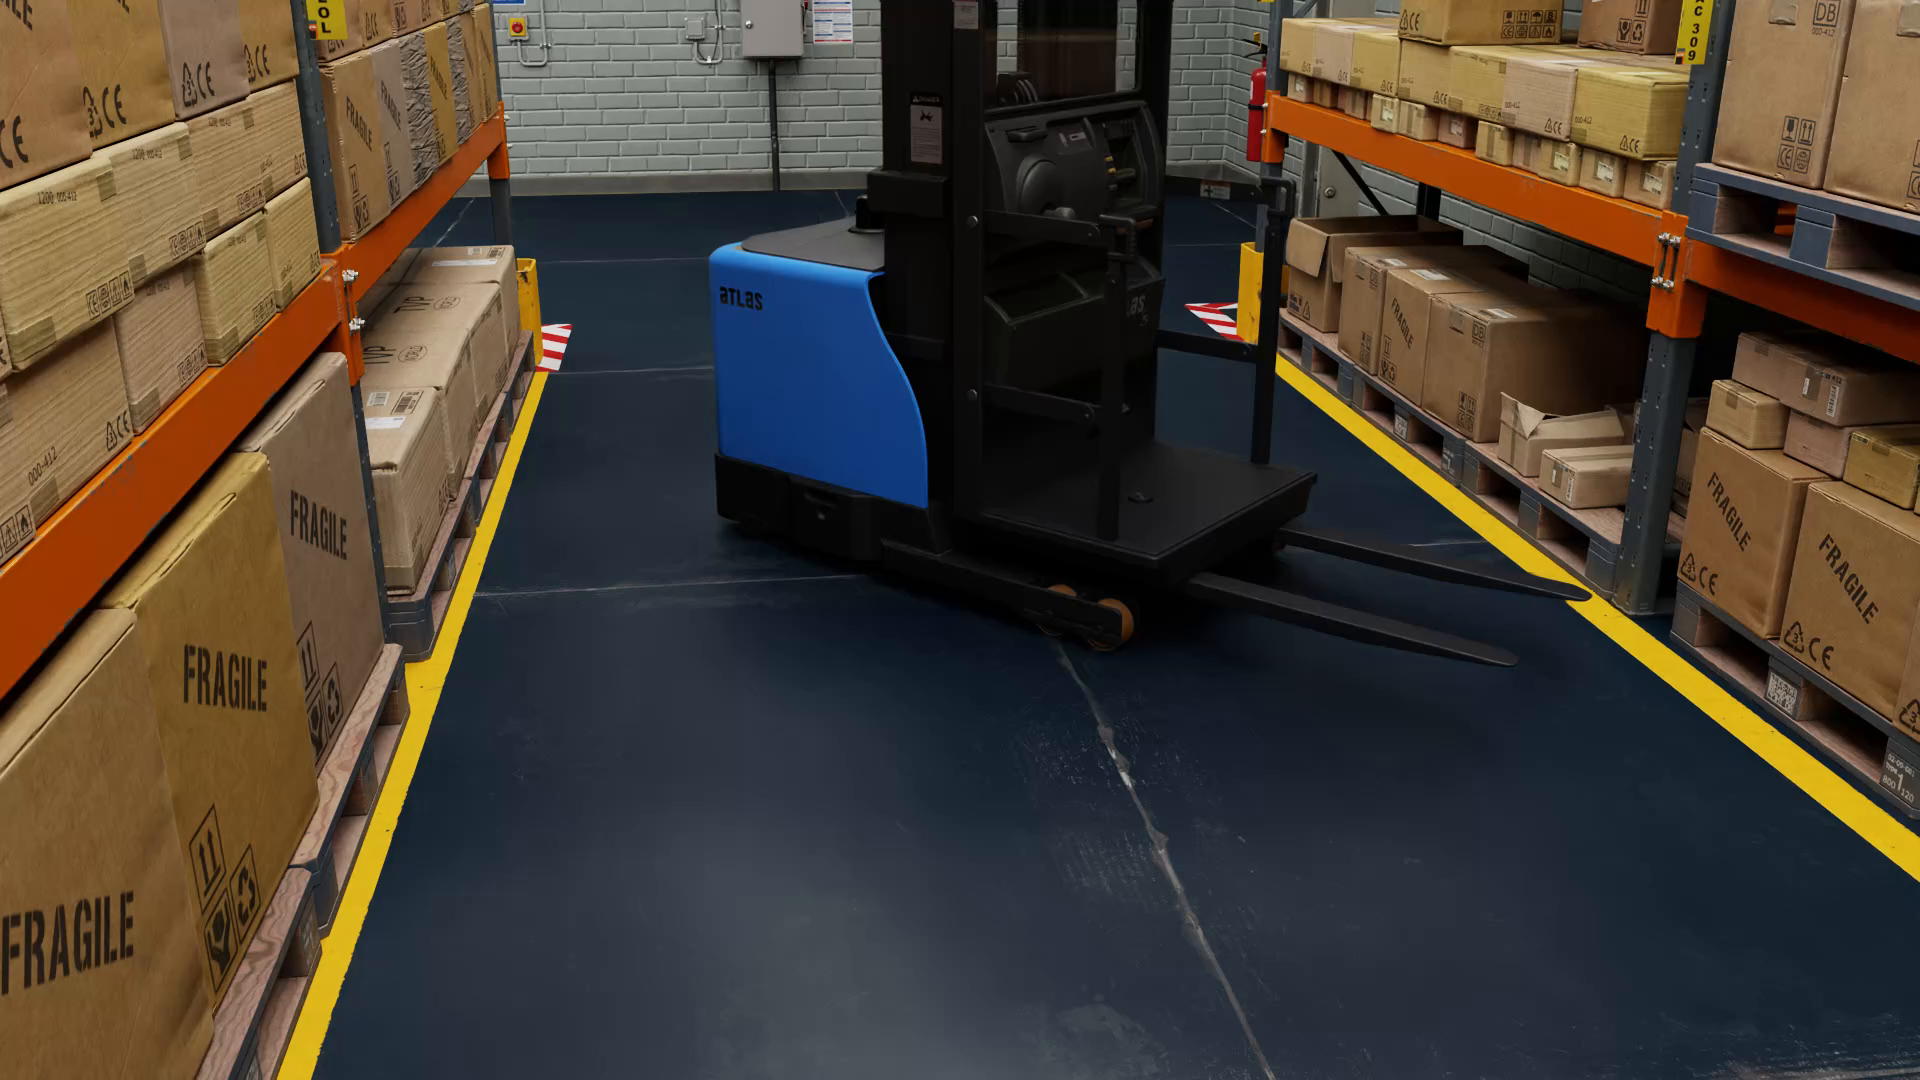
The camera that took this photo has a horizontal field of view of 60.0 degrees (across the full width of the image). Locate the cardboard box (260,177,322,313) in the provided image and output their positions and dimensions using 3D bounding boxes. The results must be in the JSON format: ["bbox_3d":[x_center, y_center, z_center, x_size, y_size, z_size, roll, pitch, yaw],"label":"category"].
[{"bbox_3d":[-1.891,-0.726,4.088,0.500,0.250,0.500,-3,21,-9],"label":"cardboard box"}]

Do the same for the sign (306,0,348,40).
[{"bbox_3d":[-1.670,-1.475,4.337,0.100,0.325,0.005,-3,21,-8],"label":"sign"}]

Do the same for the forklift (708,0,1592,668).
[{"bbox_3d":[0.554,-1.230,5.321,3.031,2.935,1.130,15,25,35],"label":"forklift"}]

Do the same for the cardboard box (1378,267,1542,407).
[{"bbox_3d":[2.186,-0.899,7.308,0.500,0.500,0.500,-3,21,-7],"label":"cardboard box"}]

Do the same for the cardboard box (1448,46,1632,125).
[{"bbox_3d":[2.246,-1.770,6.457,0.500,0.250,0.500,-3,21,-8],"label":"cardboard box"}]

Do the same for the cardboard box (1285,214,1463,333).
[{"bbox_3d":[2.124,-1.386,8.609,0.797,0.503,0.637,-4,21,-10],"label":"cardboard box"}]

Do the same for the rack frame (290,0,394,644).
[{"bbox_3d":[-2.205,-0.939,4.443,1.000,3.000,0.127,-3,21,-8],"label":"rack frame"}]

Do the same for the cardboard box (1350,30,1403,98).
[{"bbox_3d":[2.077,-2.124,7.406,0.500,0.250,0.500,-3,21,-9],"label":"cardboard box"}]

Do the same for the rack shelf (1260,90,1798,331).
[{"bbox_3d":[2.418,-1.546,7.097,1.077,0.370,4.000,-3,21,-8],"label":"rack shelf"}]

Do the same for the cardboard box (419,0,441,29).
[{"bbox_3d":[-2.234,-2.159,6.138,0.500,0.500,0.500,-3,21,-8],"label":"cardboard box"}]

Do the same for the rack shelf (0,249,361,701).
[{"bbox_3d":[-1.917,0.090,2.715,1.077,0.370,4.000,-3,21,-8],"label":"rack shelf"}]

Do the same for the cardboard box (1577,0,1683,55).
[{"bbox_3d":[2.755,-2.140,6.377,0.500,0.500,0.500,-3,21,-9],"label":"cardboard box"}]

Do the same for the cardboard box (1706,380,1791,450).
[{"bbox_3d":[2.494,-0.383,4.999,0.380,0.149,0.250,-2,21,-5],"label":"cardboard box"}]

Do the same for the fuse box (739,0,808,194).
[{"bbox_3d":[-1.518,-3.727,13.749,0.539,1.711,0.414,-3,21,-8],"label":"fuse box"}]

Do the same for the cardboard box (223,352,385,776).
[{"bbox_3d":[-2.037,0.070,4.178,0.875,0.875,0.875,-2,21,-6],"label":"cardboard box"}]

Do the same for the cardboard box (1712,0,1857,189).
[{"bbox_3d":[2.554,-1.256,4.548,0.700,0.500,0.500,-2,21,-6],"label":"cardboard box"}]

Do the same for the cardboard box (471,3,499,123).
[{"bbox_3d":[-2.450,-2.217,7.723,0.500,0.500,0.500,-3,21,-7],"label":"cardboard box"}]

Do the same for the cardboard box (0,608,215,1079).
[{"bbox_3d":[-1.770,0.692,2.513,0.875,0.875,0.875,-3,21,-7],"label":"cardboard box"}]

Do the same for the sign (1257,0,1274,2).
[{"bbox_3d":[1.593,-2.954,8.600,0.100,0.325,0.005,-3,21,-8],"label":"sign"}]

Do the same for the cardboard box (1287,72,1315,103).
[{"bbox_3d":[1.905,-2.330,8.527,0.380,0.149,0.250,-3,21,-8],"label":"cardboard box"}]

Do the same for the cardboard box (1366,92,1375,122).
[{"bbox_3d":[2.080,-1.973,7.571,0.380,0.149,0.250,-3,21,-7],"label":"cardboard box"}]

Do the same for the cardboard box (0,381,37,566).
[{"bbox_3d":[-1.612,-0.025,2.210,0.500,0.250,0.500,-2,21,-6],"label":"cardboard box"}]

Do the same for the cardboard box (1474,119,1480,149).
[{"bbox_3d":[2.288,-1.623,6.633,0.380,0.149,0.250,-3,21,-7],"label":"cardboard box"}]

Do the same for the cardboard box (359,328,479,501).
[{"bbox_3d":[-2.319,-0.468,6.245,0.875,0.438,0.875,-4,21,-9],"label":"cardboard box"}]

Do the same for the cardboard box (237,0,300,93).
[{"bbox_3d":[-1.892,-1.312,3.871,0.500,0.500,0.500,-2,21,-6],"label":"cardboard box"}]

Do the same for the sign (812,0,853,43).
[{"bbox_3d":[-1.059,-4.383,13.799,0.329,0.494,0.001,-3,21,-8],"label":"sign"}]

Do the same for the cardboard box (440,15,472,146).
[{"bbox_3d":[-2.309,-1.865,6.780,0.500,0.500,0.500,-2,21,-6],"label":"cardboard box"}]

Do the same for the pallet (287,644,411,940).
[{"bbox_3d":[-2.019,0.631,4.226,1.003,0.211,1.213,-3,21,-8],"label":"pallet"}]

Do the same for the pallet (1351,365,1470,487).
[{"bbox_3d":[2.429,-0.545,7.375,1.003,0.211,1.213,-3,21,-8],"label":"pallet"}]

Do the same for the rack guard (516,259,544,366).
[{"bbox_3d":[-2.785,-1.161,8.611,1.175,0.500,0.348,-3,21,-8],"label":"rack guard"}]

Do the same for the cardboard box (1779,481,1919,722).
[{"bbox_3d":[2.640,0.146,4.510,0.500,0.500,0.500,-3,21,-8],"label":"cardboard box"}]

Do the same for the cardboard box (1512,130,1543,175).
[{"bbox_3d":[2.279,-1.441,6.146,0.380,0.149,0.250,-2,21,-6],"label":"cardboard box"}]

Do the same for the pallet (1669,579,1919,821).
[{"bbox_3d":[2.861,0.395,4.856,1.003,0.211,1.213,-3,21,-8],"label":"pallet"}]

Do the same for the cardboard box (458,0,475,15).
[{"bbox_3d":[-2.372,-2.505,7.064,0.500,0.500,0.500,-3,21,-8],"label":"cardboard box"}]

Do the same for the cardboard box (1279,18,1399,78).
[{"bbox_3d":[1.928,-2.474,8.342,0.500,0.250,0.500,-3,21,-7],"label":"cardboard box"}]

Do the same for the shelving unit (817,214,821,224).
[{"bbox_3d":[-0.420,-0.835,6.952,0.252,1.050,0.215,-18,27,-39],"label":"shelving unit"}]

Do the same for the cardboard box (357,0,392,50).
[{"bbox_3d":[-2.101,-1.807,5.194,0.500,0.500,0.500,-3,21,-8],"label":"cardboard box"}]

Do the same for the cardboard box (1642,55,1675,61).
[{"bbox_3d":[2.823,-1.618,6.051,0.500,0.250,0.500,-3,21,-8],"label":"cardboard box"}]

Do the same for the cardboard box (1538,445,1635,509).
[{"bbox_3d":[2.335,-0.230,6.019,0.380,0.149,0.250,-4,21,-9],"label":"cardboard box"}]

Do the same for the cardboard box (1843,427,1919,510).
[{"bbox_3d":[2.659,-0.202,4.516,0.380,0.149,0.250,-4,21,-11],"label":"cardboard box"}]

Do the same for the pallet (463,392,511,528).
[{"bbox_3d":[-2.417,-0.323,6.780,1.003,0.211,1.213,-3,21,-8],"label":"pallet"}]

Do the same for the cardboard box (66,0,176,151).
[{"bbox_3d":[-1.757,-0.957,2.920,0.500,0.500,0.500,-2,21,-6],"label":"cardboard box"}]

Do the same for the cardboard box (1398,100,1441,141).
[{"bbox_3d":[2.100,-1.792,7.085,0.380,0.149,0.250,-2,21,-7],"label":"cardboard box"}]

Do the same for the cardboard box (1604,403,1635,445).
[{"bbox_3d":[2.782,-0.443,6.589,0.380,0.149,0.250,-3,21,-8],"label":"cardboard box"}]

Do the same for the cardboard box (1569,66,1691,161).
[{"bbox_3d":[2.391,-1.424,5.531,0.500,0.250,0.500,-2,21,-6],"label":"cardboard box"}]

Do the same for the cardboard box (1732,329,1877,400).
[{"bbox_3d":[2.554,-0.525,4.955,0.380,0.149,0.250,-3,21,-9],"label":"cardboard box"}]

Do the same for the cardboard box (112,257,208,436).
[{"bbox_3d":[-1.765,-0.374,3.145,0.500,0.250,0.500,-3,21,-9],"label":"cardboard box"}]

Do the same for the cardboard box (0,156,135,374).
[{"bbox_3d":[-1.650,-0.435,2.592,0.500,0.250,0.500,-3,21,-7],"label":"cardboard box"}]

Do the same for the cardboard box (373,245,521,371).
[{"bbox_3d":[-2.588,-1.097,7.928,0.875,0.438,0.875,-4,21,-10],"label":"cardboard box"}]

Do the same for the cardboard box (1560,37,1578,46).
[{"bbox_3d":[2.673,-1.968,6.986,0.500,0.250,0.500,-3,21,-8],"label":"cardboard box"}]

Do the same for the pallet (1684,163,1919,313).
[{"bbox_3d":[2.713,-0.819,4.395,1.003,0.211,1.213,-3,21,-8],"label":"pallet"}]

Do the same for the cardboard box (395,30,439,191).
[{"bbox_3d":[-2.148,-1.509,5.825,0.500,0.500,0.500,-3,21,-7],"label":"cardboard box"}]

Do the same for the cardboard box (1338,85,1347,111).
[{"bbox_3d":[2.060,-2.155,8.059,0.380,0.149,0.250,-3,21,-8],"label":"cardboard box"}]

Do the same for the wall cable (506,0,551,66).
[{"bbox_3d":[-3.618,-4.766,13.192,0.585,1.953,0.123,-3,21,-8],"label":"wall cable"}]

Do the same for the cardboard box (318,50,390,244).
[{"bbox_3d":[-2.014,-1.162,4.896,0.500,0.500,0.500,-2,21,-6],"label":"cardboard box"}]

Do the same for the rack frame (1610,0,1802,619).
[{"bbox_3d":[2.706,-1.191,5.117,1.000,3.000,0.127,-3,21,-8],"label":"rack frame"}]

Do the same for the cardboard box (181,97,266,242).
[{"bbox_3d":[-1.822,-0.790,3.544,0.500,0.250,0.500,-2,21,-6],"label":"cardboard box"}]

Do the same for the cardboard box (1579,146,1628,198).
[{"bbox_3d":[2.351,-1.260,5.661,0.380,0.149,0.250,-2,21,-6],"label":"cardboard box"}]
